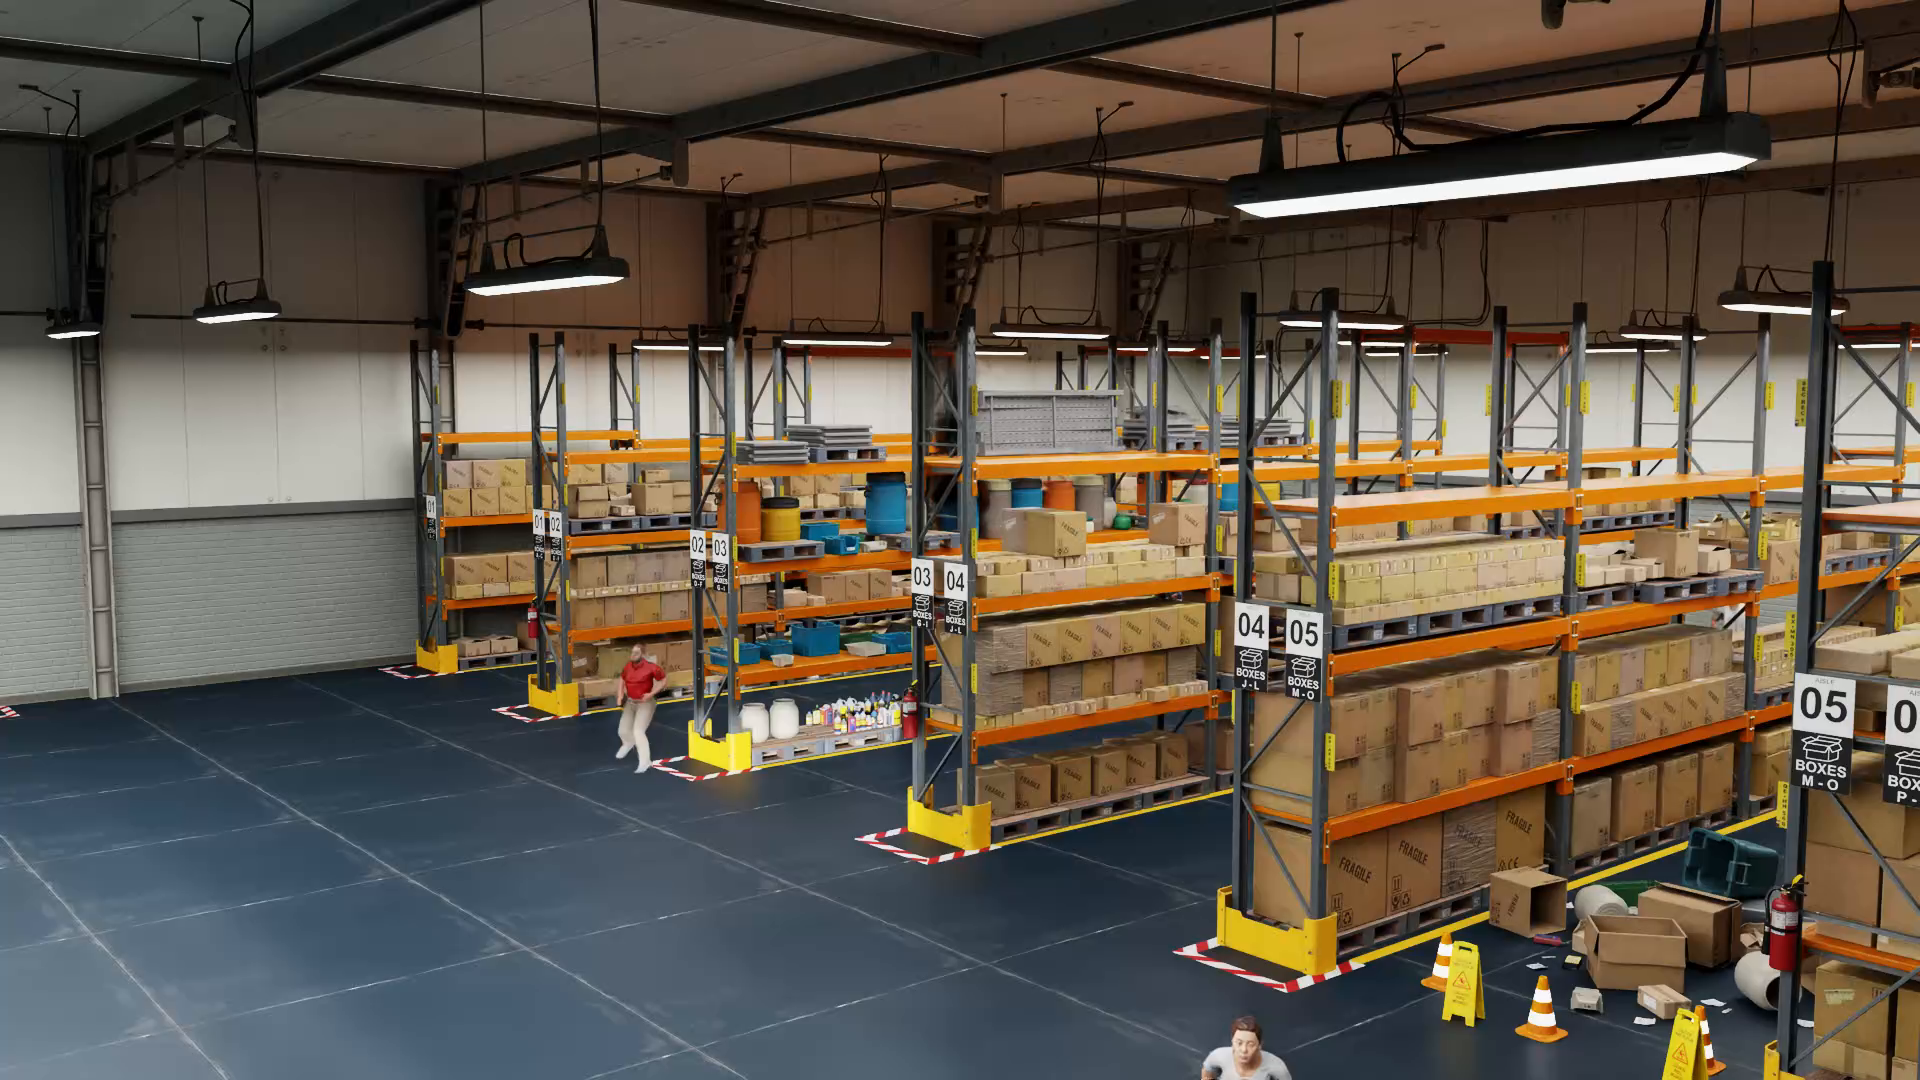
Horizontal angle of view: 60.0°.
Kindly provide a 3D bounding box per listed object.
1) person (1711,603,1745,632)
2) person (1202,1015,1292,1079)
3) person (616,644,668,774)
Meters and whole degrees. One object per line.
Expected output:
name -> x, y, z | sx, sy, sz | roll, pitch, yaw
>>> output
person -> 13.153, 1.681, 28.300 | 0.702, 1.746, 0.746 | 2, 6, 18
person -> 1.681, 3.492, 9.722 | 0.554, 1.600, 0.706 | 1, 5, 13
person -> -4.378, 2.264, 22.568 | 0.898, 1.734, 0.736 | 2, 6, 21
